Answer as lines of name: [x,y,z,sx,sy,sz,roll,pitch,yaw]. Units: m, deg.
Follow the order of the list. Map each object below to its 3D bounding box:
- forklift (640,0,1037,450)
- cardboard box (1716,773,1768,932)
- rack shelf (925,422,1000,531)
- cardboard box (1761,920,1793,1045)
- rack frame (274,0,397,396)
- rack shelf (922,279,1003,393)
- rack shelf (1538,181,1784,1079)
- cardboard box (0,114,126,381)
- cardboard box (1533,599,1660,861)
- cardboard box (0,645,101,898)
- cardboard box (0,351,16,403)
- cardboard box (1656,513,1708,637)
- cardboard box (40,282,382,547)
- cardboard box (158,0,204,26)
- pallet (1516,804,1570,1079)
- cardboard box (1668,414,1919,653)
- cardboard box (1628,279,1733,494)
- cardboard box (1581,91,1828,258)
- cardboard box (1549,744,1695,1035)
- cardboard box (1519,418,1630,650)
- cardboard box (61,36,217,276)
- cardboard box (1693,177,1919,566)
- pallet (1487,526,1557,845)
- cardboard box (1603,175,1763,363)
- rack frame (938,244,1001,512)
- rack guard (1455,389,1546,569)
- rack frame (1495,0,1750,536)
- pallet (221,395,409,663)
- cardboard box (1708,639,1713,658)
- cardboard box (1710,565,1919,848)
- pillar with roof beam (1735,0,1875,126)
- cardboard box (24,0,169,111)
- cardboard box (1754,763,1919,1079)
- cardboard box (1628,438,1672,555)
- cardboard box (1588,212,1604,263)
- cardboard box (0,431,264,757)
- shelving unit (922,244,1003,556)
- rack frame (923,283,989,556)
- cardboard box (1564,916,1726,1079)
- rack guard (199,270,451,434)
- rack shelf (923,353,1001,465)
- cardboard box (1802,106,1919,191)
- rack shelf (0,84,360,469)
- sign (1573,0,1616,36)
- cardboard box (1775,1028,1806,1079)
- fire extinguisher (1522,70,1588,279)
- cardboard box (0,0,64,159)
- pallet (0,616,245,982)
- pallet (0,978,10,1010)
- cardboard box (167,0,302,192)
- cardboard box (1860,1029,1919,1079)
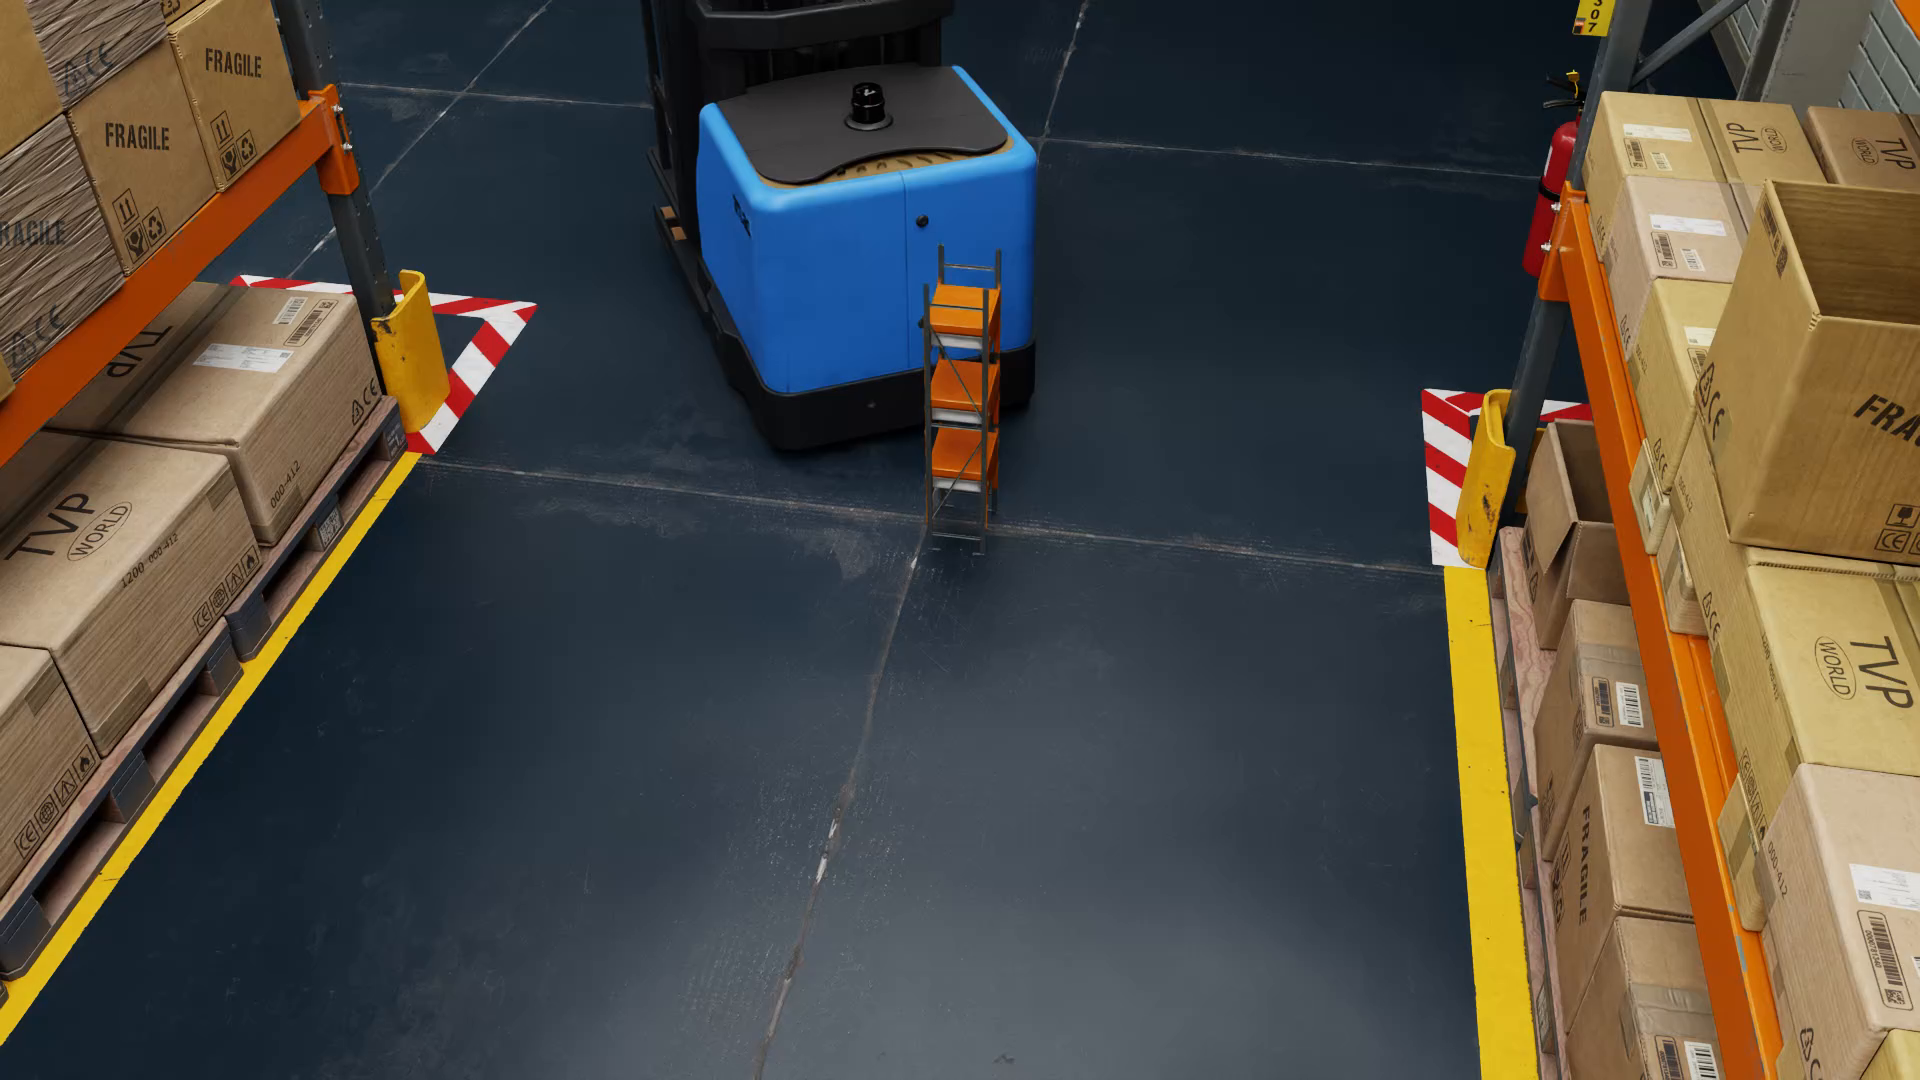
forklift: [-0.702,-2.400,6.353,1.130,2.935,3.031,-13,41,-15]
cardboard box: [1.564,0.564,2.911,0.380,0.149,0.250,6,40,7]
rack shelf: [0.009,-0.216,5.640,0.215,0.259,0.240,6,40,8]
cardboard box: [1.547,0.727,2.714,0.380,0.149,0.250,7,40,9]
rack frame: [-2.573,-1.704,5.457,1.000,3.000,0.127,6,40,8]
rack shelf: [0.009,-0.649,5.282,0.215,0.259,0.240,6,40,8]
rack shelf: [1.970,0.374,3.509,1.077,0.370,4.000,6,40,8]
cardboard box: [-2.577,-0.773,4.253,0.500,0.500,0.500,7,40,9]
cardboard box: [1.931,0.548,4.365,0.700,0.500,0.500,8,40,9]
cardboard box: [-2.897,0.688,4.245,0.875,0.438,0.875,5,40,6]
cardboard box: [-2.654,-0.448,3.859,0.500,0.500,0.500,8,40,9]
cardboard box: [1.692,0.085,3.491,0.380,0.149,0.250,7,40,9]
cardboard box: [-2.589,-0.453,5.625,0.875,0.438,0.875,5,40,6]
cardboard box: [-2.422,-1.799,4.709,0.500,0.500,0.500,8,40,9]
pallet: [1.952,1.228,4.100,1.003,0.211,1.213,6,40,8]
cardboard box: [1.733,-0.002,3.283,0.500,0.250,0.500,5,40,7]
cardboard box: [1.801,-0.326,3.674,0.500,0.250,0.500,6,40,7]
cardboard box: [1.972,-0.961,4.442,0.500,0.250,0.500,7,40,8]
cardboard box: [1.741,0.869,3.977,0.500,0.500,0.500,7,40,8]
cardboard box: [2.117,0.015,5.008,0.797,0.503,0.637,5,40,6]
cardboard box: [-2.498,-1.097,4.644,0.500,0.500,0.500,6,40,7]
cardboard box: [1.713,-0.308,3.064,0.500,0.500,0.500,7,40,9]
pallet: [2.166,0.464,5.023,1.003,0.211,1.213,6,40,8]
cardboard box: [1.885,-0.644,4.059,0.500,0.250,0.500,7,40,8]
rack frame: [0.030,-0.515,5.549,0.200,1.050,0.008,6,40,8]
rack guard: [2.303,-0.148,5.536,1.175,0.500,0.348,6,40,8]
rack frame: [2.316,-1.159,4.798,1.000,3.000,0.127,6,40,8]
pallet: [-2.635,-0.119,5.728,1.003,0.211,1.213,6,40,8]
cardboard box: [1.715,0.254,3.286,0.380,0.149,0.250,6,40,8]
cardboard box: [1.643,0.321,2.892,0.500,0.250,0.500,6,40,7]
pillar with roof beam: [-0.570,-5.538,5.387,9.100,9.000,0.400,6,40,8]
cardboard box: [-2.484,-1.468,4.308,0.500,0.500,0.500,7,40,8]
cardboard box: [1.544,0.632,2.516,0.500,0.250,0.500,7,40,8]
cardboard box: [1.717,-0.083,3.693,0.380,0.149,0.250,5,40,6]
cardboard box: [1.989,-0.886,4.665,0.380,0.149,0.250,6,40,7]
cardboard box: [-2.739,0.122,4.929,0.875,0.438,0.875,7,40,9]
shelving unit: [0.009,-0.438,5.456,0.215,1.050,0.252,6,40,8]
rack frame: [-0.012,-0.362,5.363,0.200,1.050,0.008,6,40,8]
cardboard box: [1.751,1.200,3.577,0.700,0.500,0.500,5,40,6]
rack guard: [-2.569,-0.755,6.271,1.175,0.500,0.348,6,40,8]
rack shelf: [0.009,-0.430,5.463,0.215,0.259,0.240,6,40,8]
cardboard box: [2.498,-0.898,4.366,0.500,0.250,0.500,7,40,9]
rack shelf: [-2.919,-0.171,4.168,1.077,0.370,4.000,6,40,8]
sign: [1.782,-1.552,4.594,0.100,0.325,0.005,6,40,8]
cardboard box: [1.475,0.889,2.518,0.380,0.149,0.250,7,40,9]
fire extinguisher: [1.886,-1.129,5.114,0.296,0.674,0.183,6,40,8]
cardboard box: [-2.573,-1.158,3.933,0.500,0.500,0.500,6,40,7]
pallet: [-2.848,0.645,4.805,1.003,0.211,1.213,6,40,8]
pallet: [-3.057,1.413,3.876,1.003,0.211,1.213,6,40,8]
cardboard box: [-2.396,-1.410,5.023,0.500,0.500,0.500,7,40,8]
cardboard box: [1.472,0.948,2.133,0.500,0.250,0.500,7,40,9]
